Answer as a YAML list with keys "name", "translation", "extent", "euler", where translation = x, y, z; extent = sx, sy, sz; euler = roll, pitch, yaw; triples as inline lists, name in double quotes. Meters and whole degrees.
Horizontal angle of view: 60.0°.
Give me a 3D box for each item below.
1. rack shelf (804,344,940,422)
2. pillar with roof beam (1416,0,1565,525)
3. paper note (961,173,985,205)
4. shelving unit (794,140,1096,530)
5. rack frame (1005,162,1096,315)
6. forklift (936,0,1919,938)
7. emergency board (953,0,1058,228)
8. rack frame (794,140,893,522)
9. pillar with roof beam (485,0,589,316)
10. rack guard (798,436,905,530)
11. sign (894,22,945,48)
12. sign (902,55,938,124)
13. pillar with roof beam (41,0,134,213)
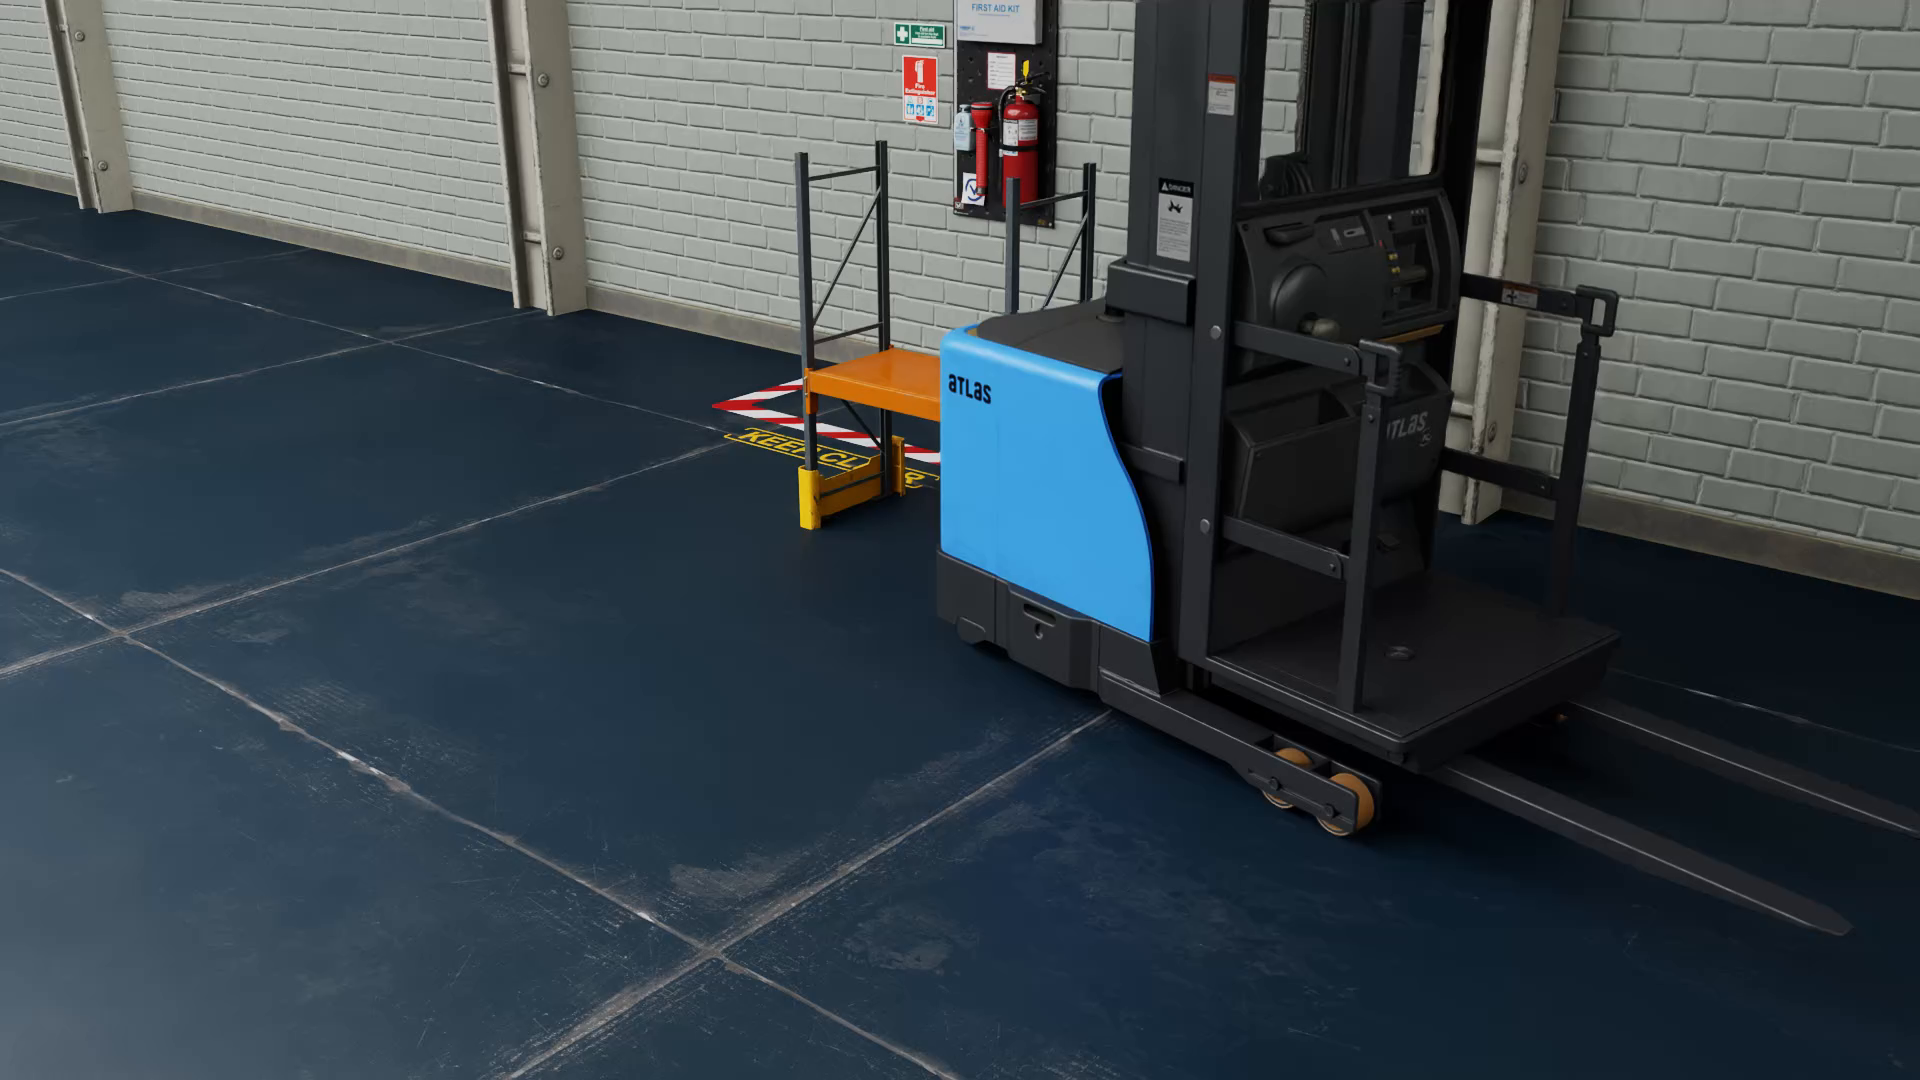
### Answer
- name: "rack shelf"
  translation: [-0.066, -0.552, 6.517]
  extent: [1.000, 0.185, 0.538]
  euler: [16, 26, 36]
- name: "pillar with roof beam"
  translation: [-0.671, -3.179, 2.344]
  extent: [0.400, 9.000, 9.100]
  euler: [16, 26, 36]
- name: "paper note"
  translation: [0.067, -1.756, 8.323]
  extent: [0.142, 0.148, 0.016]
  euler: [16, 26, 36]
- name: "shelving unit"
  translation: [-0.059, -0.719, 6.449]
  extent: [1.083, 1.500, 0.587]
  euler: [16, 26, 36]
- name: "rack frame"
  translation: [0.328, -0.607, 6.153]
  extent: [0.032, 1.500, 0.500]
  euler: [16, 26, 36]
- name: "forklift"
  translation: [1.248, -0.766, 4.546]
  extent: [1.130, 2.935, 3.031]
  euler: [-16, 26, -37]
- name: "emergency board"
  translation: [0.161, -2.110, 8.013]
  extent: [0.643, 1.169, 0.194]
  euler: [16, 26, 36]
- name: "rack frame"
  translation: [-0.460, -0.834, 6.755]
  extent: [0.032, 1.500, 0.500]
  euler: [16, 26, 36]
- name: "pillar with roof beam"
  translation: [-5.319, -4.517, 5.894]
  extent: [0.400, 9.000, 9.100]
  euler: [16, 26, 36]
- name: "rack guard"
  translation: [-0.445, -0.245, 6.964]
  extent: [0.087, 0.250, 0.587]
  euler: [16, 26, 36]
- name: "sign"
  translation: [-0.205, -2.523, 8.306]
  extent: [0.331, 0.109, 0.001]
  euler: [16, 26, 36]
- name: "sign"
  translation: [-0.203, -2.278, 8.408]
  extent: [0.234, 0.329, 0.001]
  euler: [16, 26, 36]
- name: "pillar with roof beam"
  translation: [-9.968, -5.856, 9.443]
  extent: [0.400, 9.000, 9.100]
  euler: [16, 26, 36]
